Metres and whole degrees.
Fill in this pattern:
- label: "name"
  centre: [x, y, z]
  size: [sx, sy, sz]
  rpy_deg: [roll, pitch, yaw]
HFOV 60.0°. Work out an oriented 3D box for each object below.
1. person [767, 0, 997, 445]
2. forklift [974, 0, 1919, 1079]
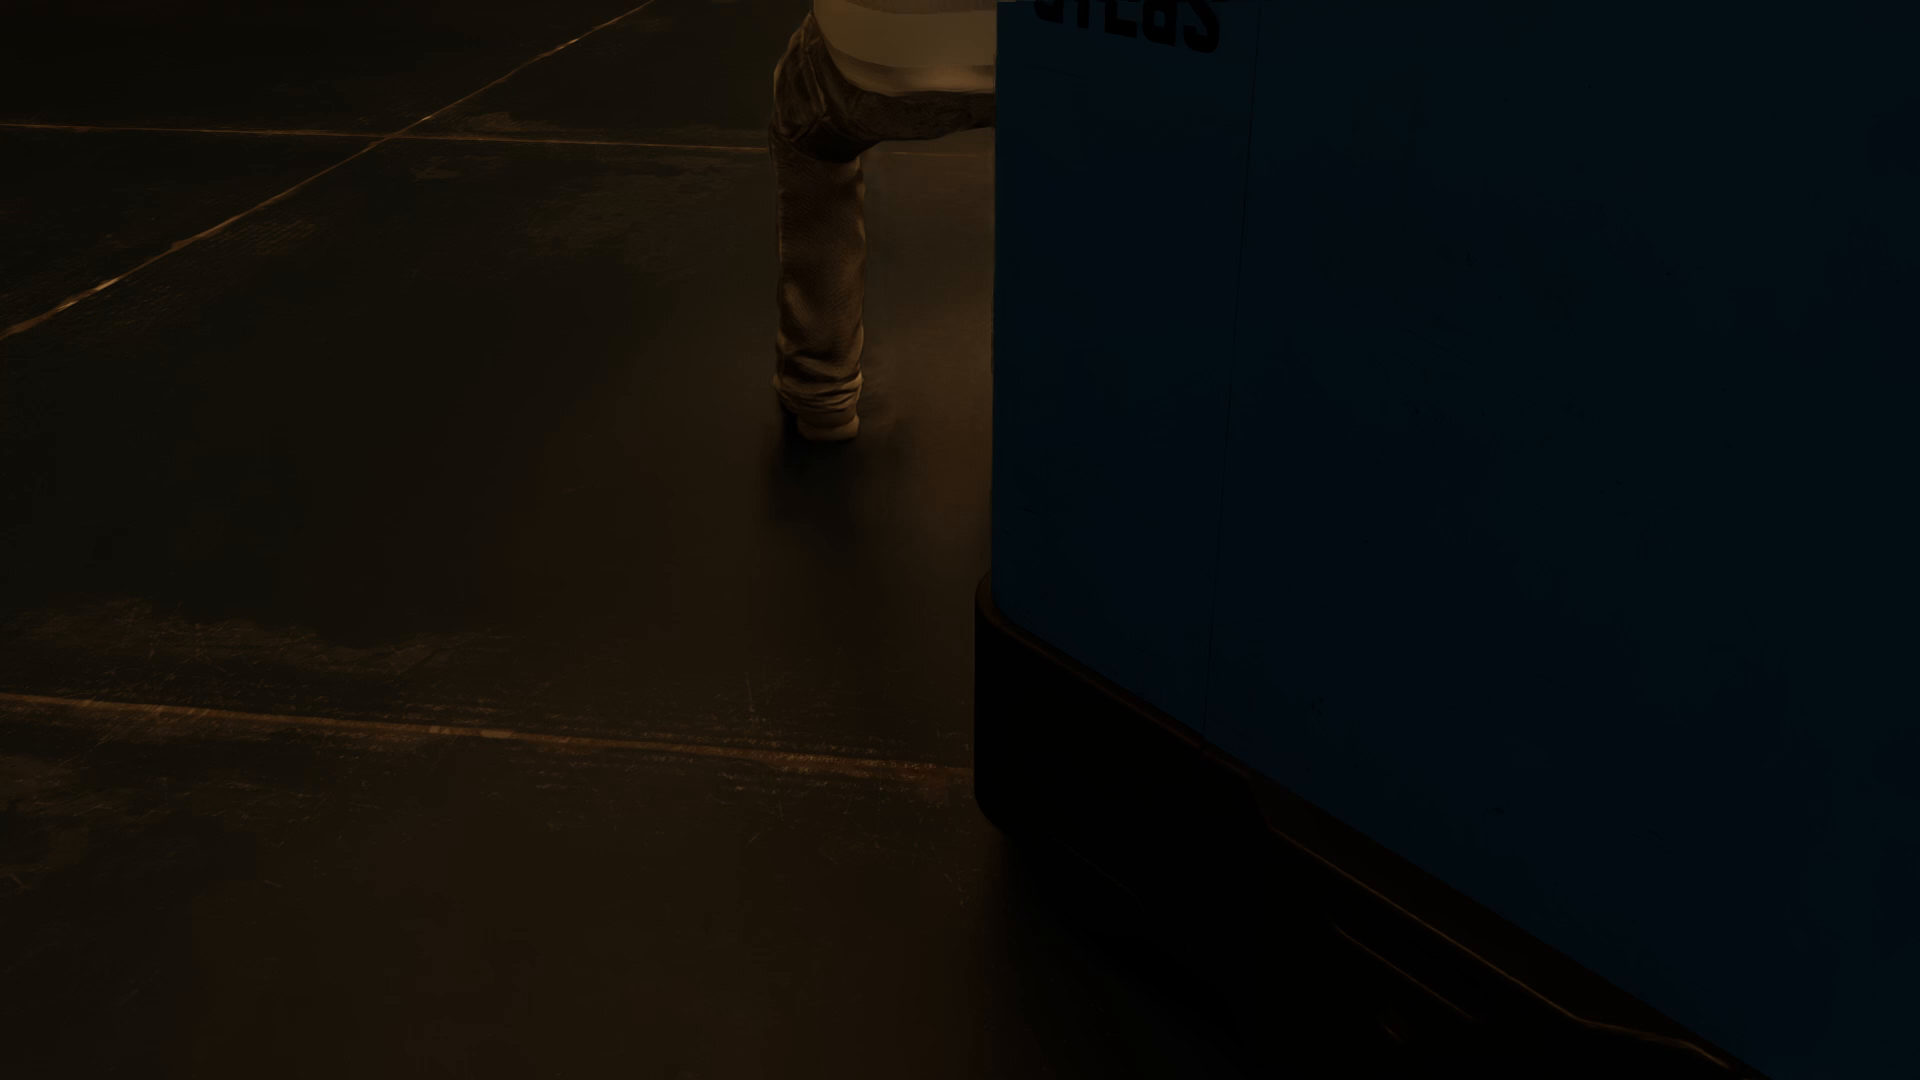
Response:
- label: "person"
  centre: [-0.039, -0.837, 2.456]
  size: [1.146, 1.615, 0.682]
  rpy_deg: [-1, 27, -2]
- label: "forklift"
  centre: [1.323, -0.600, 0.419]
  size: [1.130, 2.935, 3.031]
  rpy_deg: [-19, 32, -34]
